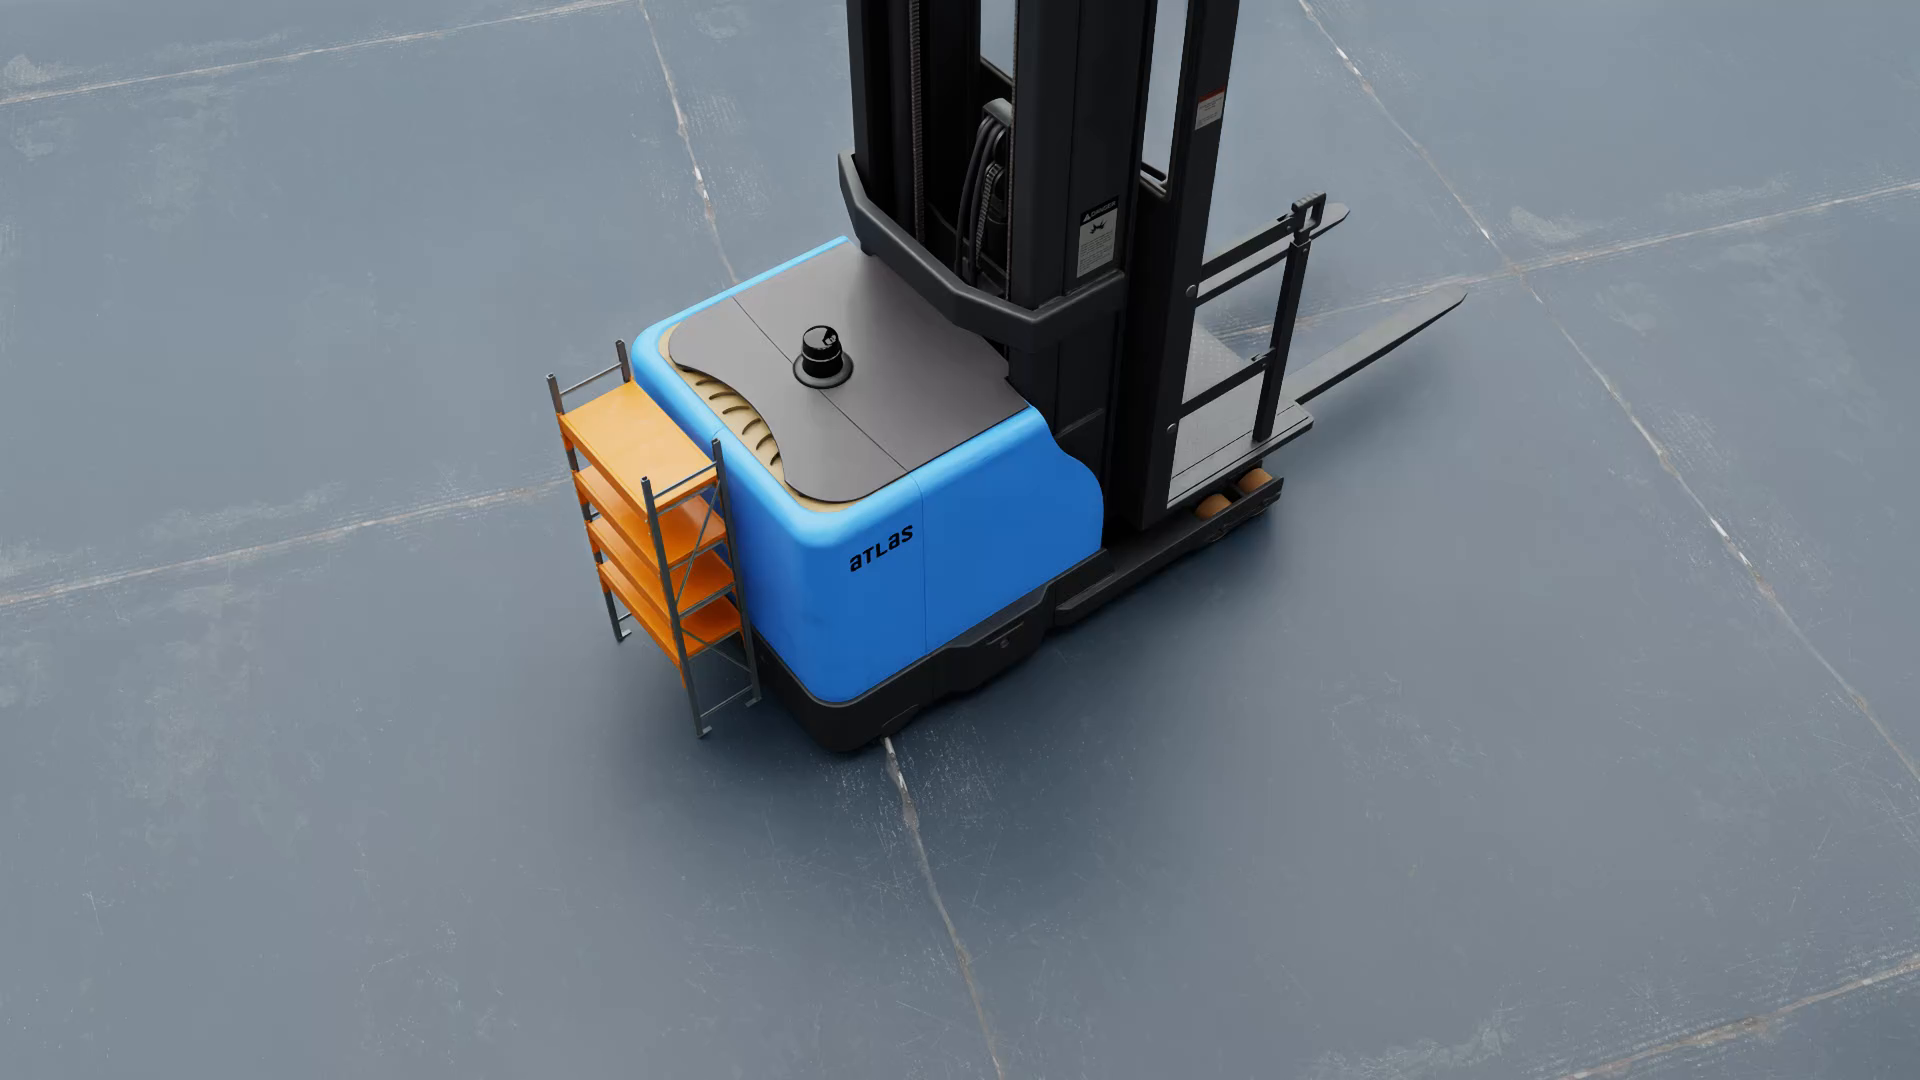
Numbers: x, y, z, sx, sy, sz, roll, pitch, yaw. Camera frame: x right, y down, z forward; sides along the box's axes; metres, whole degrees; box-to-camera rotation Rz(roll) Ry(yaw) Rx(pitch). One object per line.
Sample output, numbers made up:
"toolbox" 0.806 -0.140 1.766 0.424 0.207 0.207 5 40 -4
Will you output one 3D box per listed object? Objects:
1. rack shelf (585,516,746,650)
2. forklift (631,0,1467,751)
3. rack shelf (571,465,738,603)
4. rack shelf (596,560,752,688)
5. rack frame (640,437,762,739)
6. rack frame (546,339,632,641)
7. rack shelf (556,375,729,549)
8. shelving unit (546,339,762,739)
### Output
"rack shelf" -0.885 0.073 4.992 0.258 0.148 0.480 -31 57 -24
"forklift" 0.501 -1.235 4.874 3.031 2.935 1.130 -30 56 -23
"rack shelf" -0.885 -0.071 4.821 0.258 0.148 0.480 -31 57 -24
"rack shelf" -0.885 0.201 5.144 0.258 0.148 0.480 -31 57 -24
"rack frame" -0.733 0.175 4.817 0.240 1.200 0.015 -31 57 -24
"rack frame" -1.037 -0.116 5.063 0.240 1.200 0.015 -31 57 -24
"rack shelf" -0.885 -0.224 4.640 0.258 0.148 0.480 -31 57 -24
"shelving unit" -0.885 0.030 4.940 0.258 1.200 0.503 -31 57 -24
